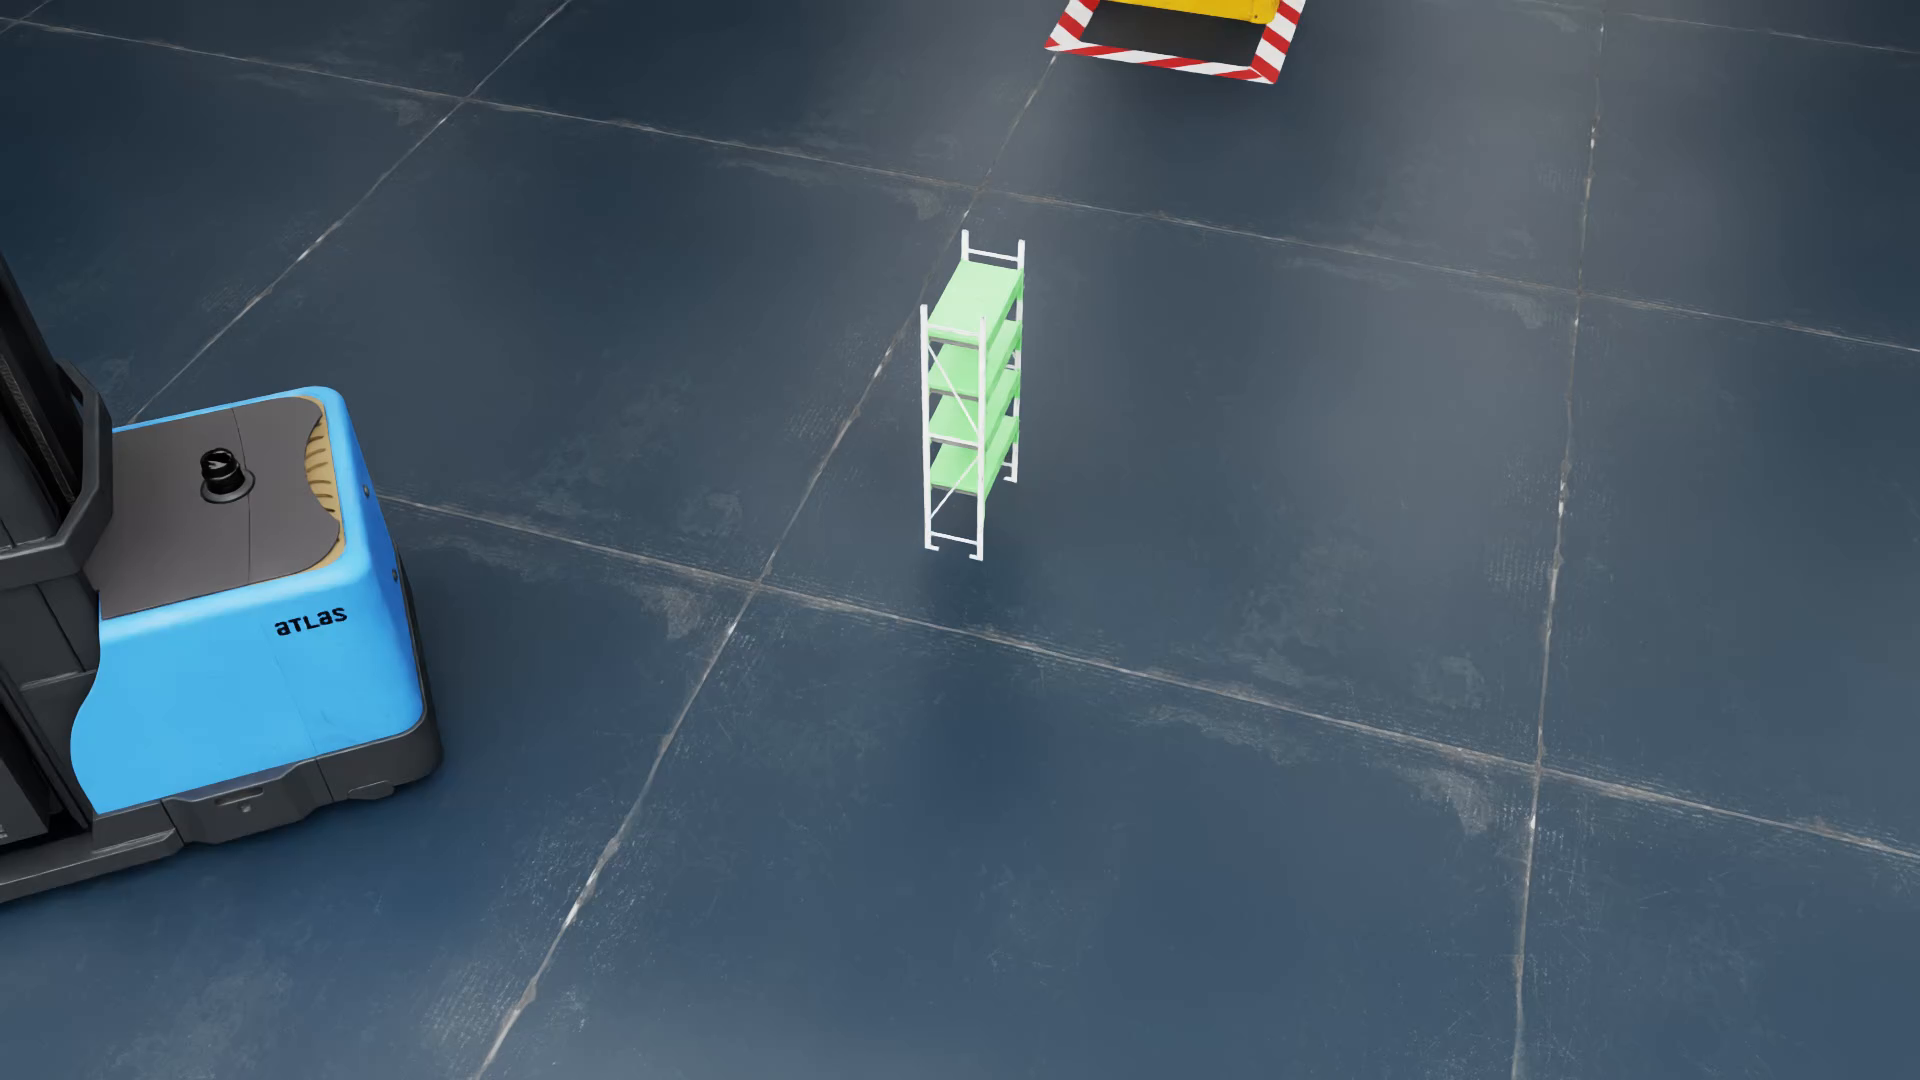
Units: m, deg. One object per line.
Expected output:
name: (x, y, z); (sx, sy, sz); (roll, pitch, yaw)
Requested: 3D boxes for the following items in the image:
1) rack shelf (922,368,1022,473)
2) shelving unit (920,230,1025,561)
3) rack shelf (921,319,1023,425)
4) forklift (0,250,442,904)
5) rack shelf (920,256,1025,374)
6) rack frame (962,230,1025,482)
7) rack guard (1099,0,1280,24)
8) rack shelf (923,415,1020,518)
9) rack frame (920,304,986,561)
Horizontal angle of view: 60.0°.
rack shelf: (0.050, -0.494, 6.488); (0.258, 0.148, 0.480); (13, 46, 12)
shelving unit: (0.050, -0.539, 6.443); (0.258, 1.200, 0.503); (13, 46, 12)
rack shelf: (0.050, -0.665, 6.320); (0.258, 0.148, 0.480); (13, 46, 12)
forklift: (-3.400, -0.158, 4.815); (3.031, 2.935, 1.130); (-15, 46, -15)
rack shelf: (0.050, -0.837, 6.152); (0.258, 0.148, 0.480); (13, 46, 12)
rack frame: (0.124, -0.702, 6.609); (0.240, 1.200, 0.015); (13, 46, 12)
rack guard: (1.341, -3.473, 9.942); (1.175, 0.500, 0.348); (13, 46, 13)
rack shelf: (0.050, -0.322, 6.656); (0.258, 0.148, 0.480); (13, 46, 12)
rack frame: (-0.024, -0.377, 6.277); (0.240, 1.200, 0.015); (13, 46, 12)
